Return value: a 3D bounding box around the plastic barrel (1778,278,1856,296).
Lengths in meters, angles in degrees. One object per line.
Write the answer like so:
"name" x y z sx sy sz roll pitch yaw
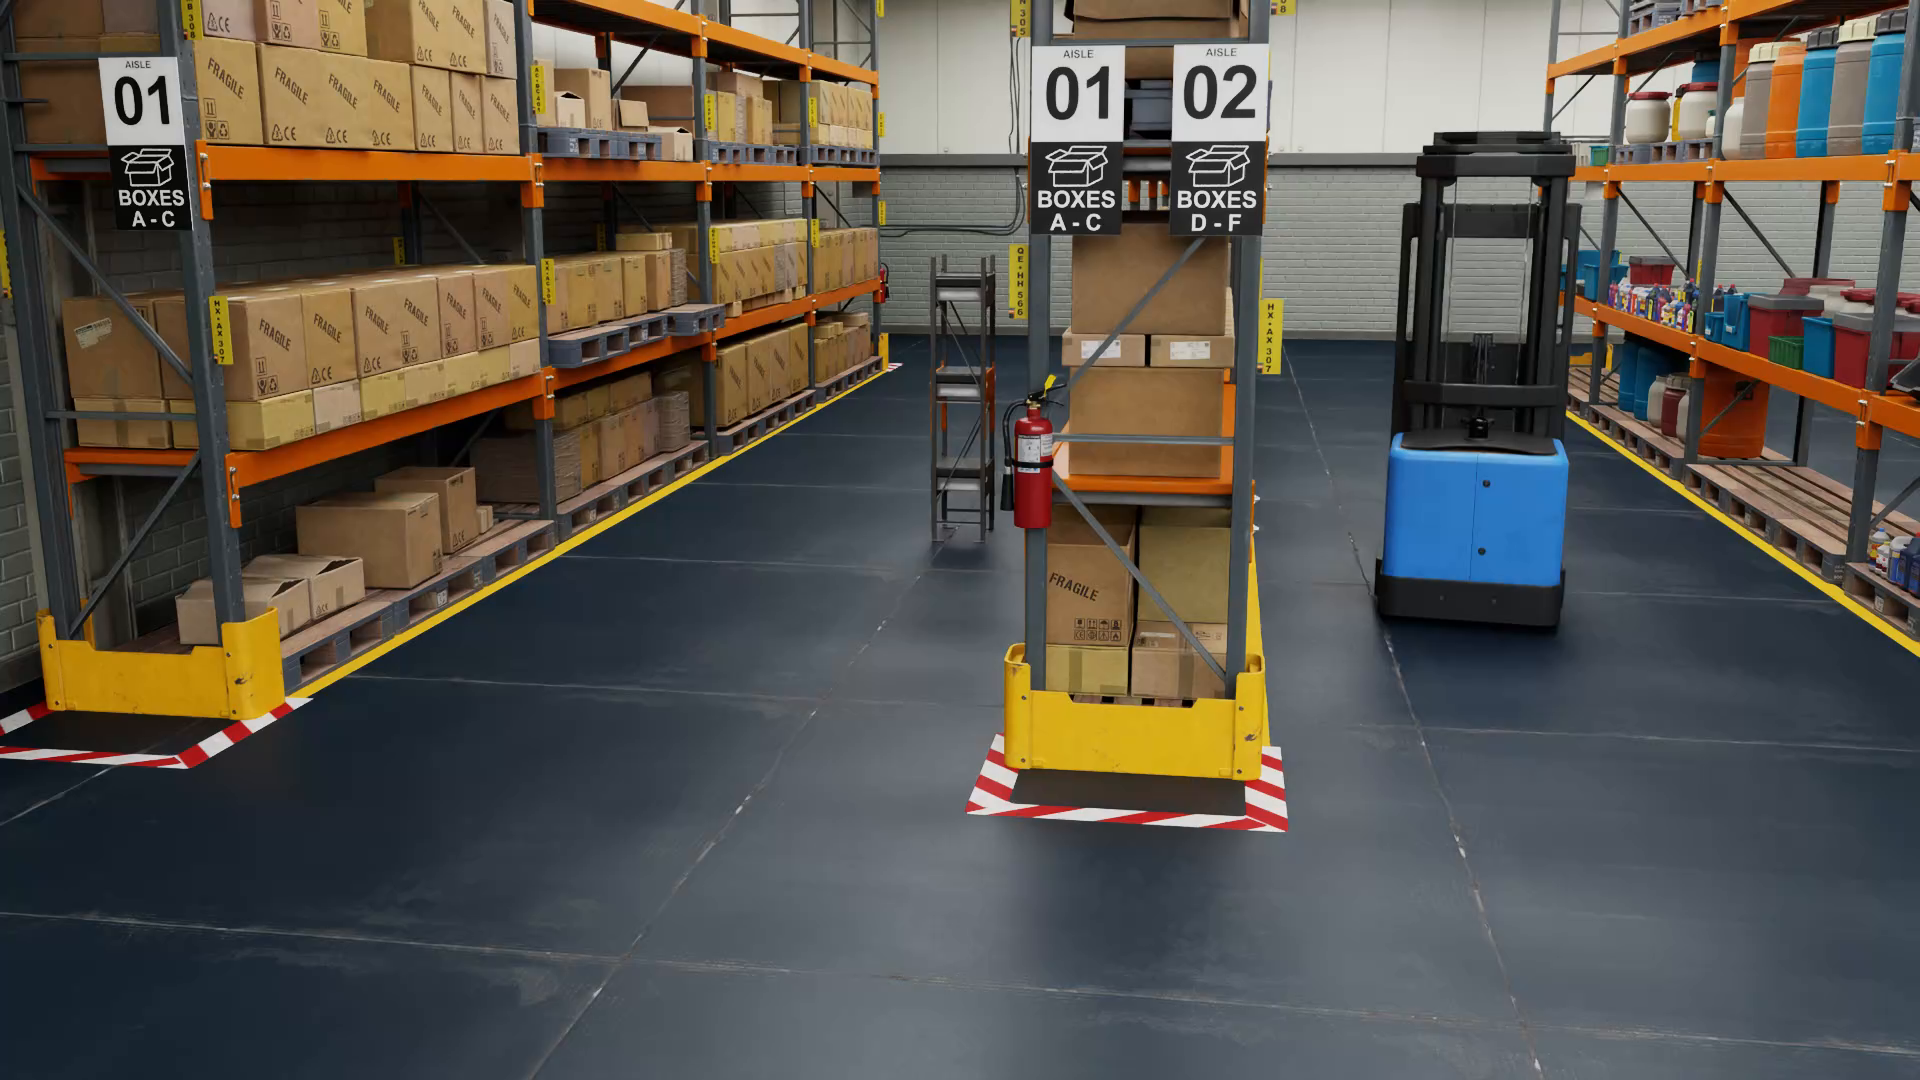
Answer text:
"plastic barrel" 7.155 -1.907 13.898 0.600 0.536 0.708 2 12 9

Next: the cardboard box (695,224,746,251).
"cardboard box" -2.456 -3.036 16.691 0.500 0.250 0.500 2 12 8

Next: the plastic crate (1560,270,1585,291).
"plastic crate" 7.545 -3.182 20.394 0.416 0.233 0.300 2 12 9

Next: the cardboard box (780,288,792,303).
"cardboard box" -2.102 -2.745 18.659 0.380 0.149 0.250 2 12 9

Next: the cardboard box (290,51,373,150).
"cardboard box" -3.601 -2.408 9.140 0.500 0.500 0.500 2 12 11

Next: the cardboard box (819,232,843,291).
"cardboard box" -2.030 -3.511 20.953 0.980 0.700 0.700 2 12 7

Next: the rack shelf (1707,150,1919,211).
"rack shelf" 6.619 -2.645 12.234 1.077 0.370 4.000 2 12 9

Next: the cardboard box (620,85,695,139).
"cardboard box" -2.846 -4.099 15.991 0.700 0.500 0.500 1 12 4

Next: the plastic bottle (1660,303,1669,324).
"plastic bottle" 6.744 -2.161 15.871 0.097 0.201 0.097 0 12 0

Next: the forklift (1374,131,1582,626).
"forklift" 3.453 -1.185 11.035 1.130 2.935 3.031 4 13 16

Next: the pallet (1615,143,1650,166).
"pallet" 7.518 -3.987 17.202 1.213 0.211 1.003 2 12 9

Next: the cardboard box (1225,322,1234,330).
"cardboard box" 1.153 -0.990 8.191 0.380 0.149 0.250 2 12 9

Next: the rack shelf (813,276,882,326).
"rack shelf" -1.940 -3.165 21.767 1.077 0.370 4.000 2 12 9

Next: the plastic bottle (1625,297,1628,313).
"plastic bottle" 6.963 -2.458 17.251 0.097 0.201 0.097 0 12 0

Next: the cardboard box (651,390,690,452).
"cardboard box" -2.922 -1.109 15.409 0.700 0.500 0.500 2 12 9

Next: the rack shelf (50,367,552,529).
"rack shelf" -3.785 -0.667 10.175 1.077 0.370 4.000 2 12 9

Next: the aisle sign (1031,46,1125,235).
"aisle sign" 0.502 -1.709 7.134 0.394 0.787 0.004 2 12 9

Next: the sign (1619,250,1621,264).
"sign" 8.703 -3.677 22.049 0.100 0.325 0.005 2 12 9

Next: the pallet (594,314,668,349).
"pallet" -3.126 -1.760 13.997 1.003 0.211 1.213 2 12 9

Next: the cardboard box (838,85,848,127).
"cardboard box" -1.717 -5.464 20.947 0.500 0.500 0.500 2 12 9

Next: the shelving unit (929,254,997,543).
"shelving unit" 0.025 -1.061 12.432 0.431 2.100 0.503 2 12 9

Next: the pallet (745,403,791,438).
"pallet" -2.477 -1.319 18.114 1.003 0.211 1.213 2 12 9

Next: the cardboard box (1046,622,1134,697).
"cardboard box" 0.593 0.575 8.235 0.500 0.250 0.500 2 12 9

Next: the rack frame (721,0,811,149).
"rack frame" -2.247 -6.033 19.127 1.000 3.000 0.127 2 12 9

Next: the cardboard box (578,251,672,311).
"cardboard box" -2.984 -2.316 14.839 0.700 0.500 0.500 1 12 3

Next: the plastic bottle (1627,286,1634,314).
"plastic bottle" 6.927 -2.475 17.134 0.061 0.283 0.133 2 12 9

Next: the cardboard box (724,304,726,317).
"cardboard box" -2.535 -2.268 16.445 0.380 0.149 0.250 2 12 9

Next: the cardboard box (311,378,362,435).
"cardboard box" -3.638 -0.739 9.109 0.500 0.250 0.500 1 12 7

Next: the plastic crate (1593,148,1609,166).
"plastic crate" 7.308 -4.240 18.430 0.450 0.188 0.662 2 12 9

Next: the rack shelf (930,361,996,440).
"rack shelf" 0.025 -1.048 12.435 0.431 0.518 0.480 2 12 9

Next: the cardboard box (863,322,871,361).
"cardboard box" -1.641 -2.767 23.151 0.700 0.500 0.500 2 12 9

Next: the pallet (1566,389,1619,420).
"pallet" 7.617 -1.570 19.279 1.003 0.211 1.213 2 12 9

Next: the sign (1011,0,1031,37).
"sign" 0.269 -2.323 7.121 0.100 0.325 0.005 2 12 9

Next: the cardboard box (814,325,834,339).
"cardboard box" -1.798 -2.618 20.920 0.380 0.149 0.250 2 12 11

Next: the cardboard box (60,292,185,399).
"cardboard box" -4.230 -1.010 8.590 0.500 0.500 0.500 2 12 8

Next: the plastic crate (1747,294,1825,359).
"plastic crate" 6.376 -1.651 12.884 0.402 0.464 0.583 2 12 9

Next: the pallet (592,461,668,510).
"pallet" -3.174 -0.489 14.259 1.003 0.211 1.213 2 12 9

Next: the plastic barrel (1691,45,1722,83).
"plastic barrel" 7.431 -4.336 16.185 0.600 0.901 0.708 2 12 9

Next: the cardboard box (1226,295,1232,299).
"cardboard box" 1.470 -1.417 10.171 0.380 0.149 0.250 2 12 9

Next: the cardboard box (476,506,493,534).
"cardboard box" -3.530 -0.153 11.762 0.380 0.166 0.250 0 12 1

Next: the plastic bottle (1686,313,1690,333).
"plastic bottle" 6.603 -1.971 14.990 0.097 0.201 0.097 0 12 0

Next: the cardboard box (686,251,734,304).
"cardboard box" -2.535 -2.564 16.282 0.500 0.500 0.500 2 12 10

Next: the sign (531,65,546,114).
"sign" -2.940 -3.138 11.587 0.100 0.325 0.005 2 12 9

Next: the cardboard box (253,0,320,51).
"cardboard box" -3.666 -2.791 8.546 0.500 0.500 0.500 2 12 8

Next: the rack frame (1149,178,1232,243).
"rack frame" 2.648 -2.941 19.018 1.000 3.000 0.127 2 12 9

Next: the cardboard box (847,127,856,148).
"cardboard box" -1.636 -5.202 21.514 0.500 0.250 0.500 2 12 7

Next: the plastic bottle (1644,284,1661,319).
"plastic bottle" 6.858 -2.356 16.425 0.144 0.351 0.185 2 12 9

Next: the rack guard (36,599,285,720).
"rack guard" -4.081 0.604 8.505 1.175 0.500 0.348 2 12 9

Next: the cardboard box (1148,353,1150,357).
"cardboard box" 0.963 -0.698 8.373 0.700 0.500 0.500 2 12 10

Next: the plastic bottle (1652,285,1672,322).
"plastic bottle" 6.809 -2.290 16.117 0.144 0.351 0.185 2 12 9

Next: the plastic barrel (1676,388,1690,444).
"plastic barrel" 6.984 -1.159 15.658 0.421 0.512 0.421 0 12 0

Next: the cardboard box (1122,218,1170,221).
"cardboard box" 0.971 -1.343 8.288 0.700 0.500 0.500 2 12 7

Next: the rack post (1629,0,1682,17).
"rack post" 7.381 -5.501 16.836 0.937 0.300 0.954 2 12 8

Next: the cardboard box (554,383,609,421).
"cardboard box" -3.240 -1.149 13.812 0.500 0.250 0.500 2 12 7

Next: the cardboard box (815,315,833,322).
"cardboard box" -1.935 -2.959 22.502 0.380 0.149 0.250 2 12 9

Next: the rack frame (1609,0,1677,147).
"rack frame" 7.542 -5.712 17.637 1.000 3.000 0.127 2 12 9
